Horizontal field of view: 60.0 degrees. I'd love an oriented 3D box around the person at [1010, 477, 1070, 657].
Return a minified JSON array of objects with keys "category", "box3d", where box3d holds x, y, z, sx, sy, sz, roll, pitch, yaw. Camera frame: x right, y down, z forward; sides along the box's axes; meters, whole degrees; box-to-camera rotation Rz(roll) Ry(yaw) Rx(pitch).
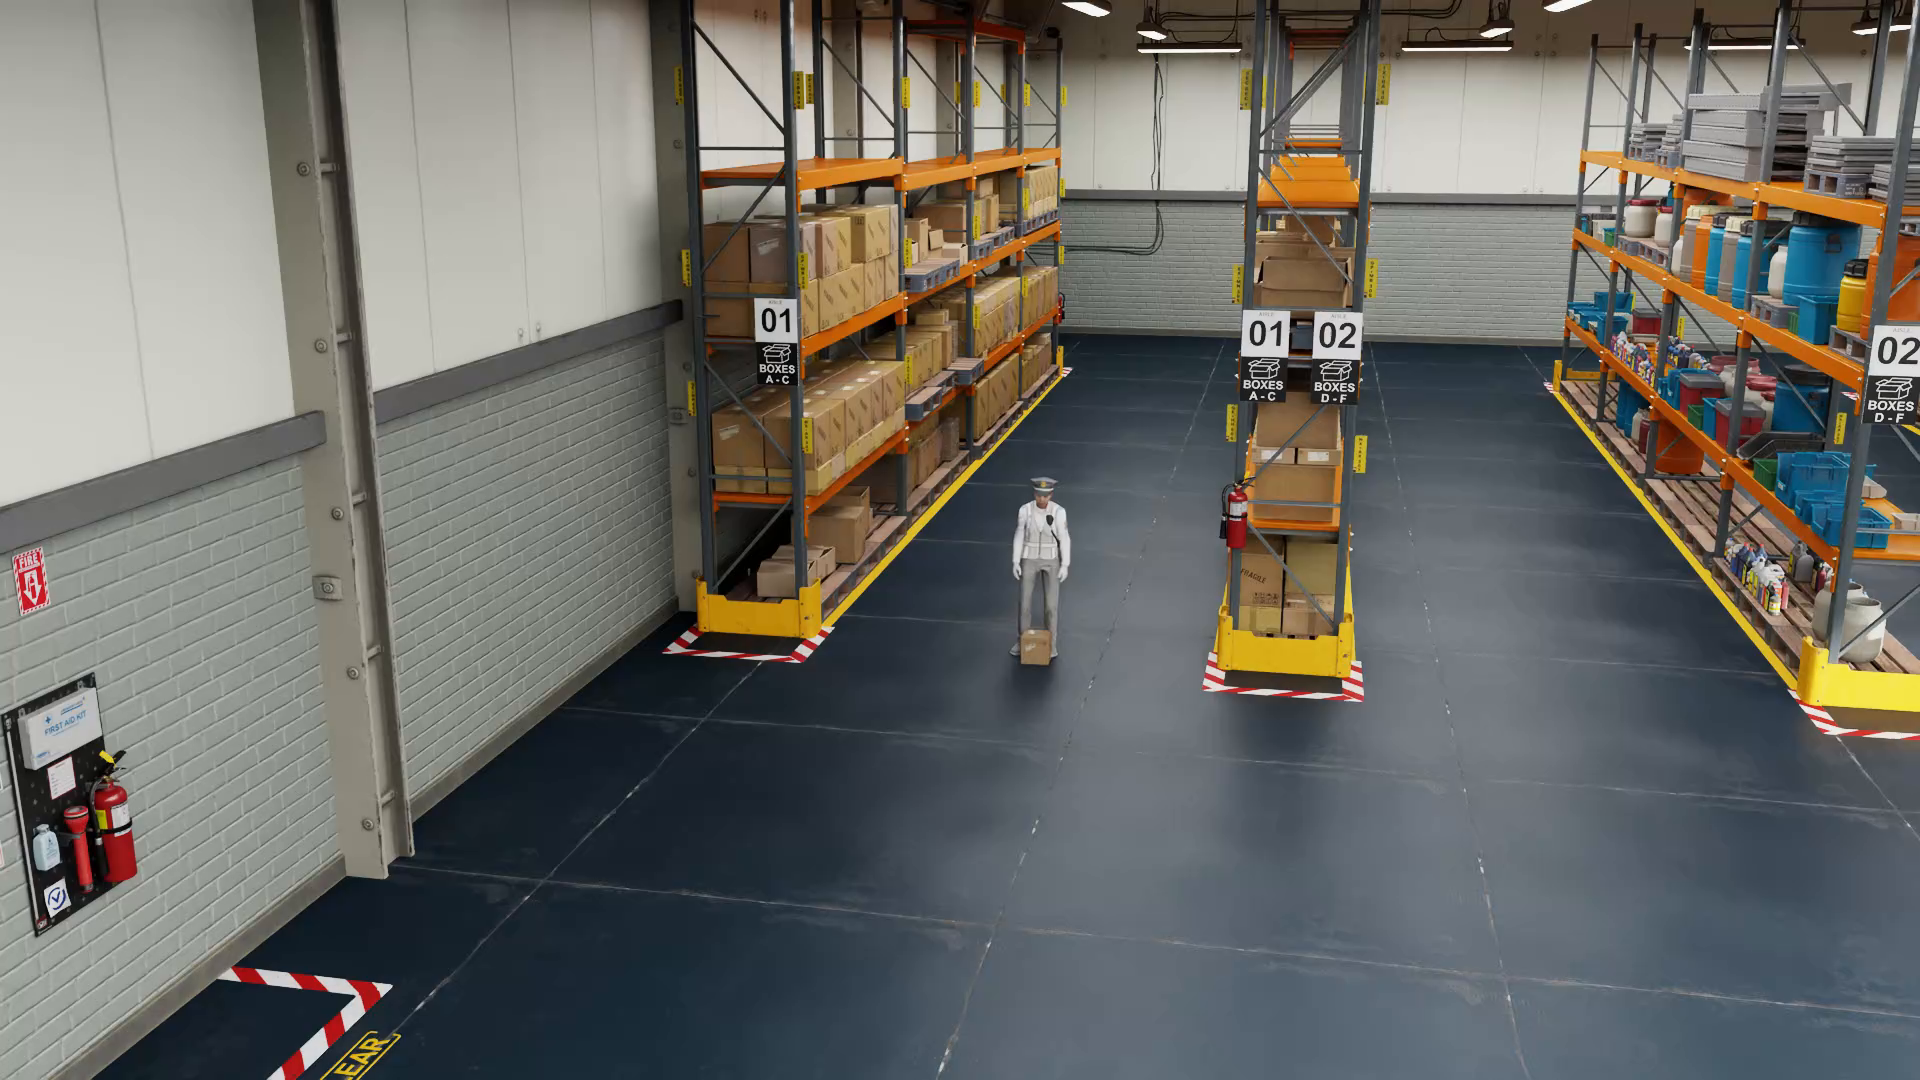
[{"category":"person","box3d":[0.736,0.230,15.135,0.528,1.662,0.375,2,15,9]}]
